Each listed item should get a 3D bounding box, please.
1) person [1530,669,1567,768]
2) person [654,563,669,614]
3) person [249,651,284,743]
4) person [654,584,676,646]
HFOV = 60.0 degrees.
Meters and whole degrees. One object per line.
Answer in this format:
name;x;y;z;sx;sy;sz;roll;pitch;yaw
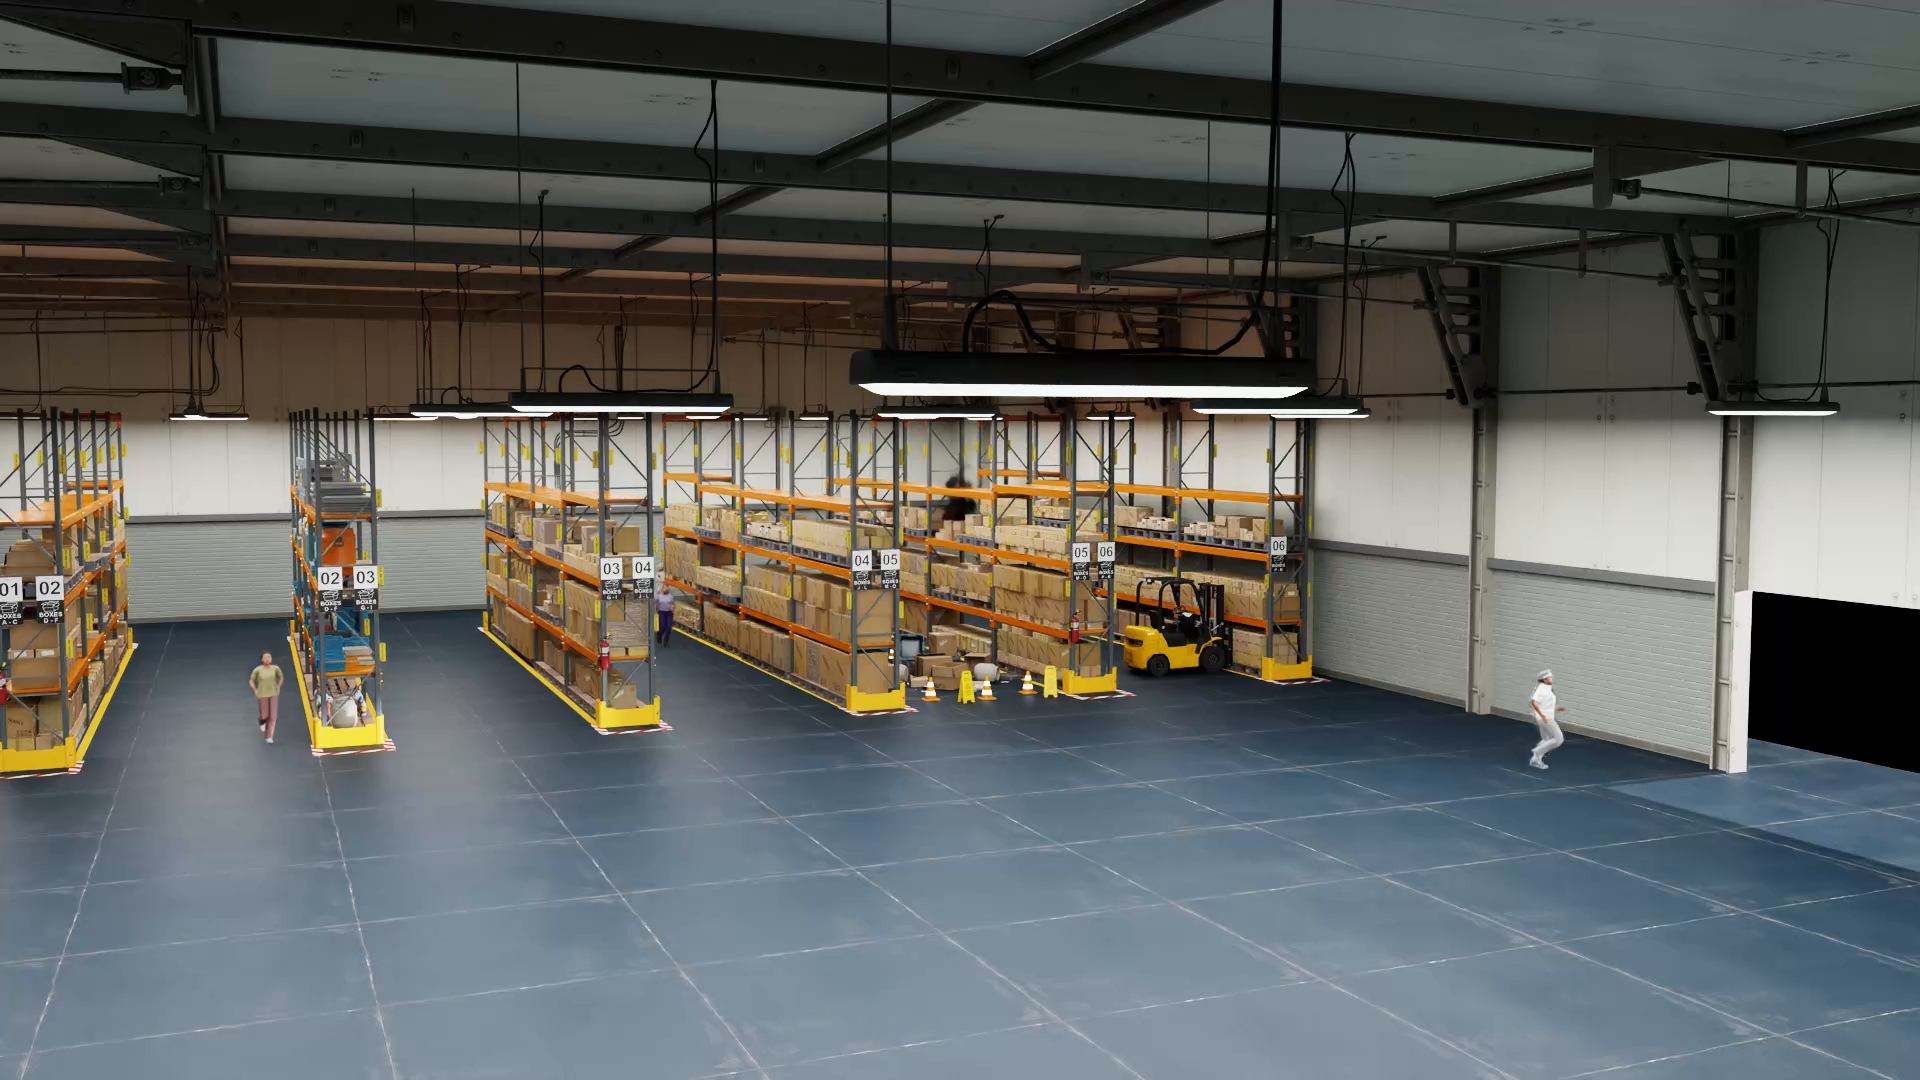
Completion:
person;9.754;2.961;27.542;0.570;1.661;0.561;1;4;19
person;-8.728;1.496;48.887;0.844;1.684;0.663;-3;5;-37
person;-12.488;2.815;29.994;0.581;1.629;0.633;-2;5;-31
person;-7.551;1.933;42.638;0.604;1.599;0.559;-2;4;-25
